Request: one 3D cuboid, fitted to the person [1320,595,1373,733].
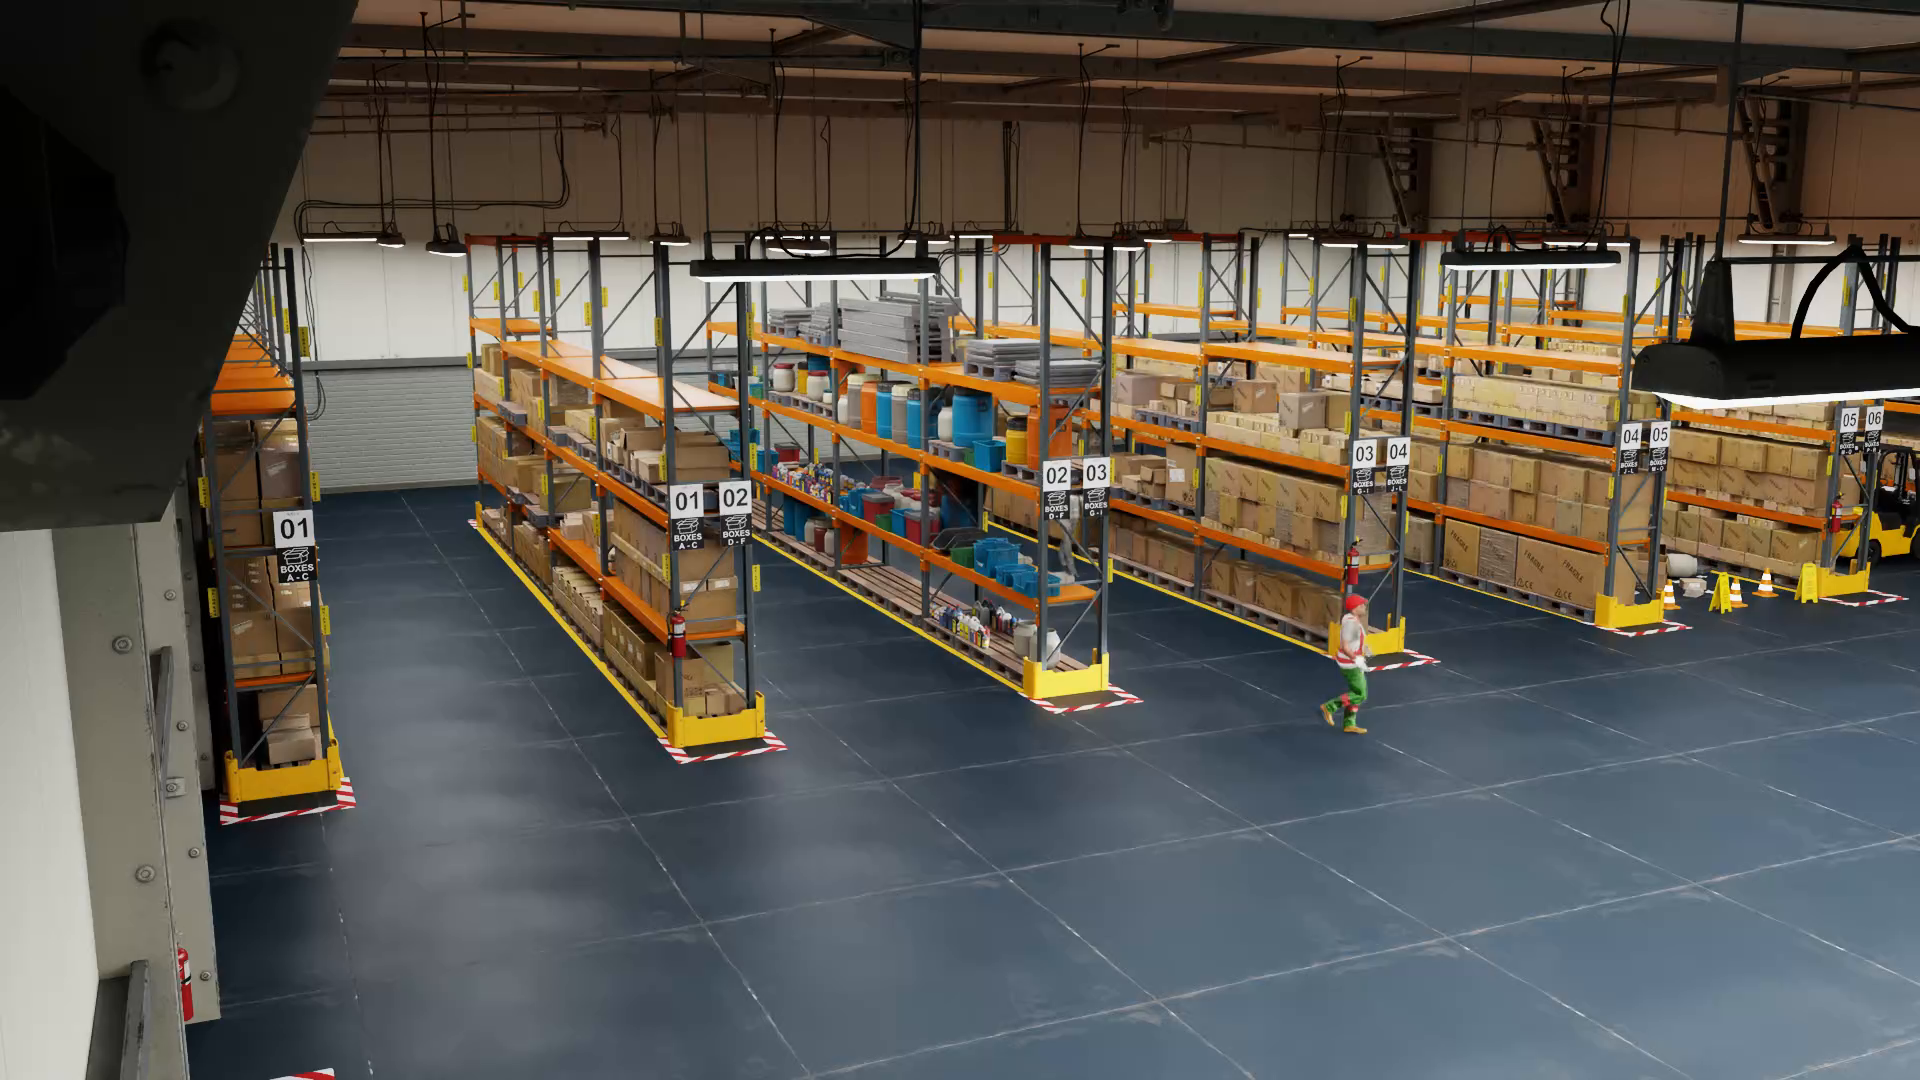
[{"bbox_3d":[4.816,1.534,20.668,0.650,1.756,0.651,2,11,8],"label":"person"}]

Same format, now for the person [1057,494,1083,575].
[{"bbox_3d":[1.917,-0.327,28.910,0.584,1.777,0.731,-5,12,-26],"label":"person"}]
